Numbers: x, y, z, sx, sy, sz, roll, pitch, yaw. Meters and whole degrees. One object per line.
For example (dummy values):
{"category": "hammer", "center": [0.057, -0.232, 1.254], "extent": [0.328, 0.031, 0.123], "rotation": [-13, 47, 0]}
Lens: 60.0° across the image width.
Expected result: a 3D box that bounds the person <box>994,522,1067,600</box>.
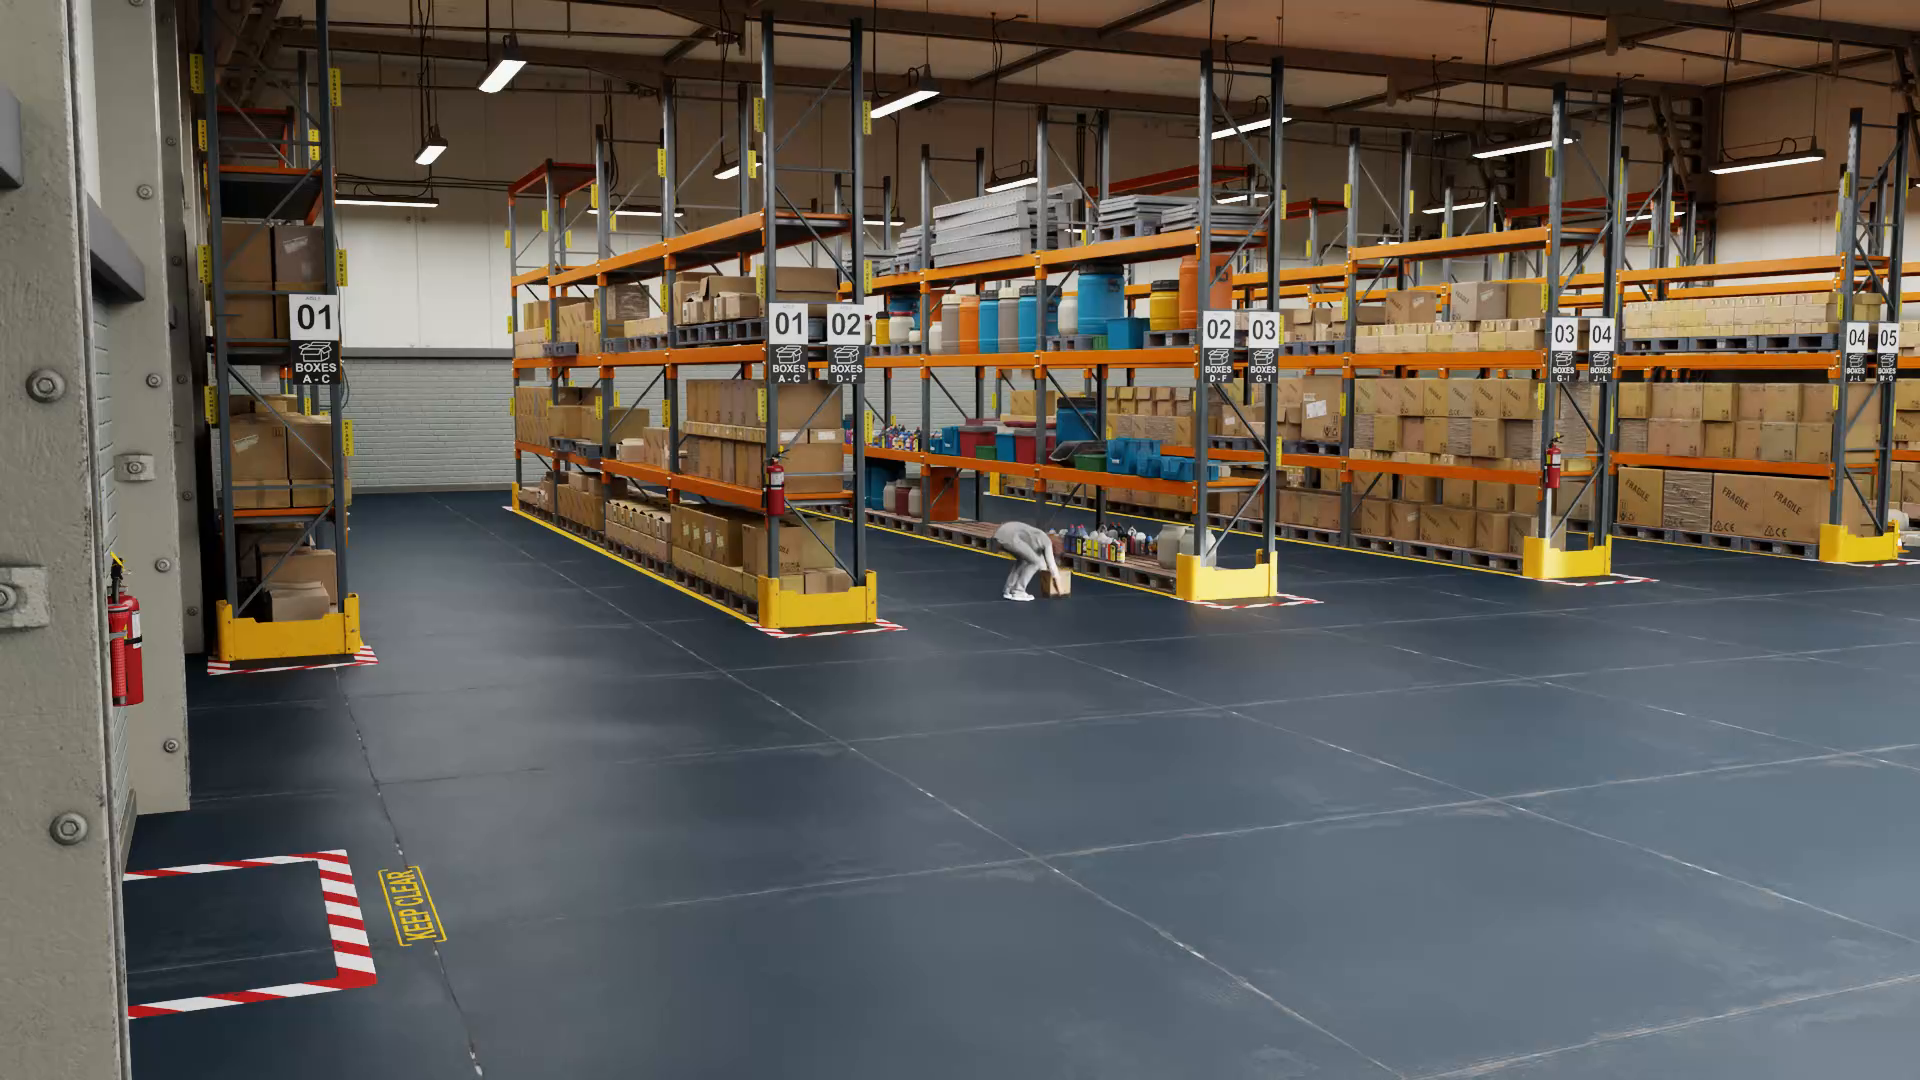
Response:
{"category": "person", "center": [0.784, 0.226, 18.613], "extent": [0.853, 0.873, 0.424], "rotation": [-3, 6, -26]}
